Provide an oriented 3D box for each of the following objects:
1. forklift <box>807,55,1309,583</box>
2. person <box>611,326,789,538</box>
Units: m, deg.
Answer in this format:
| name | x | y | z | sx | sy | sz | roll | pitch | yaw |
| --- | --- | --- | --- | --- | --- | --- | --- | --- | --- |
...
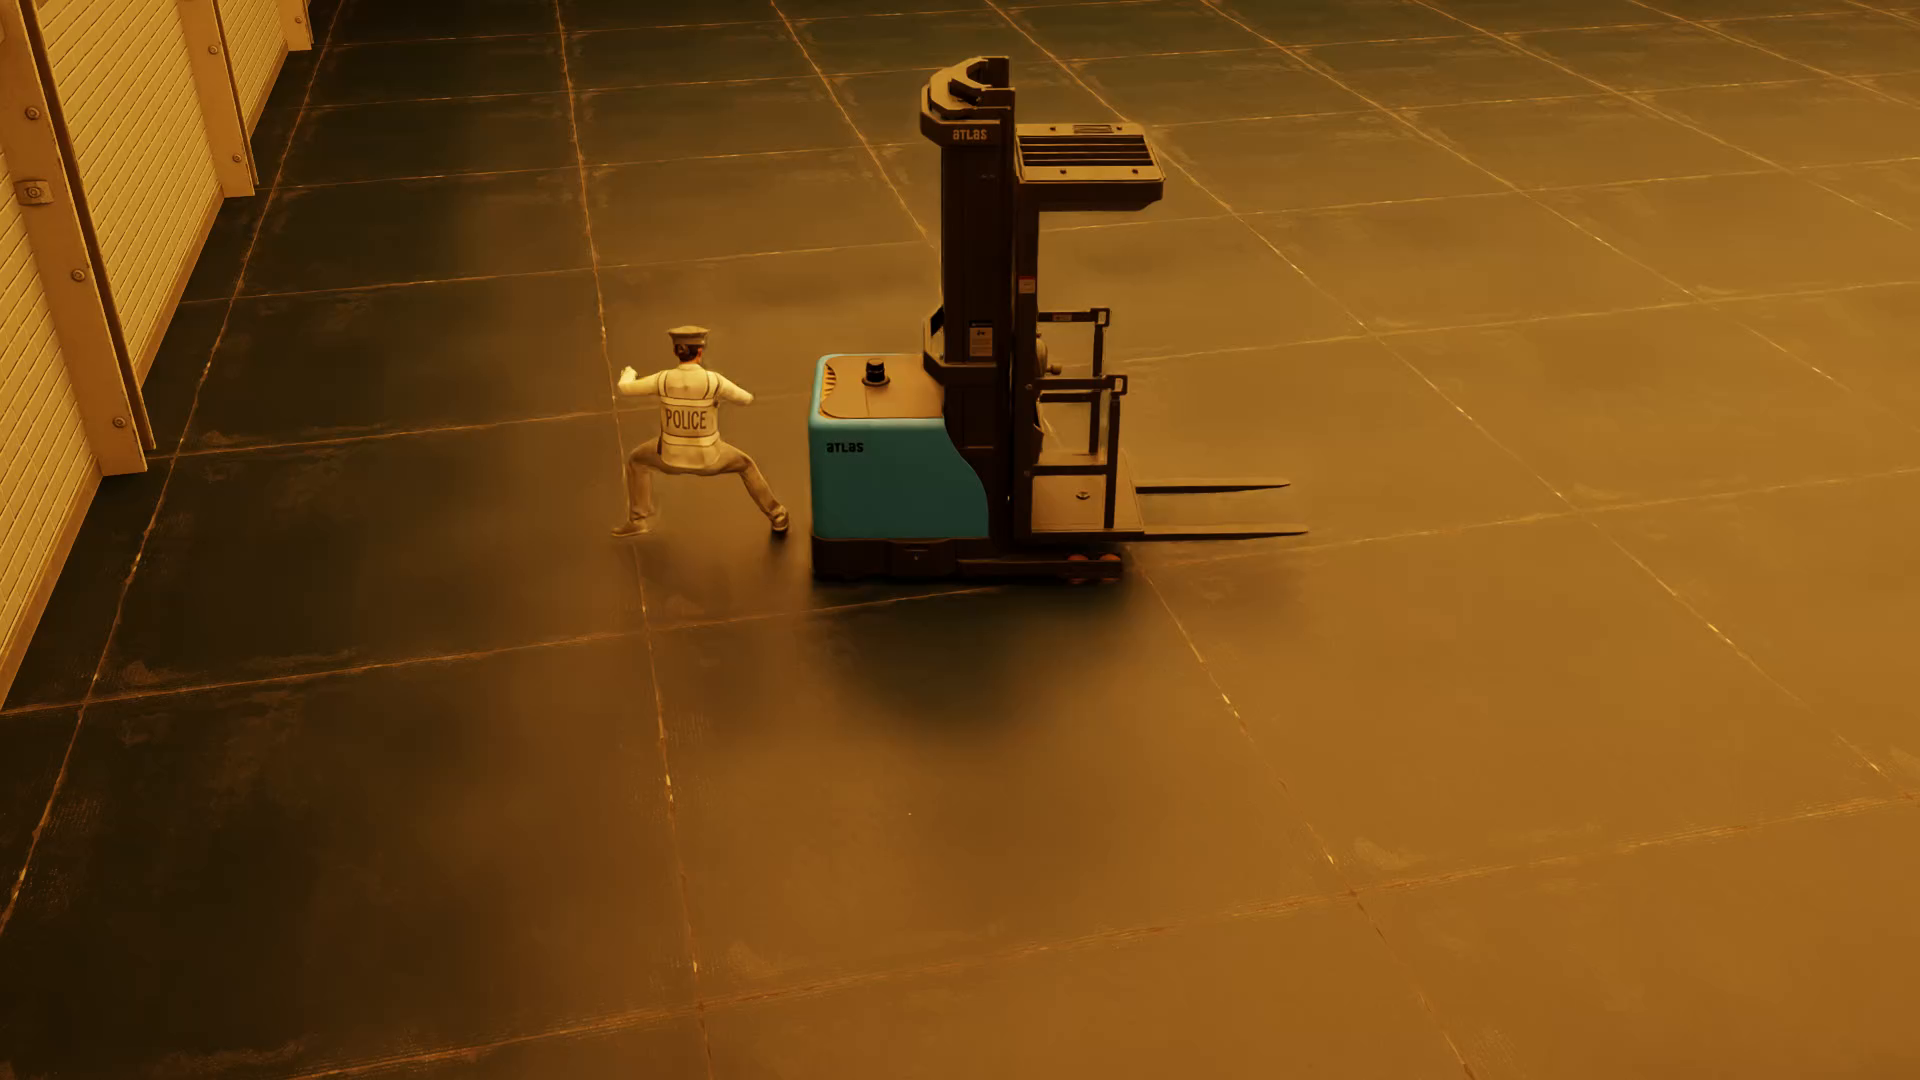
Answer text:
| name | x | y | z | sx | sy | sz | roll | pitch | yaw |
| --- | --- | --- | --- | --- | --- | --- | --- | --- | --- |
| forklift | 0.610 | -1.277 | 9.781 | 3.031 | 2.935 | 1.130 | -1 | 30 | -1 |
| person | -1.639 | -0.660 | 10.136 | 1.092 | 1.424 | 0.654 | 0 | 30 | 1 |
